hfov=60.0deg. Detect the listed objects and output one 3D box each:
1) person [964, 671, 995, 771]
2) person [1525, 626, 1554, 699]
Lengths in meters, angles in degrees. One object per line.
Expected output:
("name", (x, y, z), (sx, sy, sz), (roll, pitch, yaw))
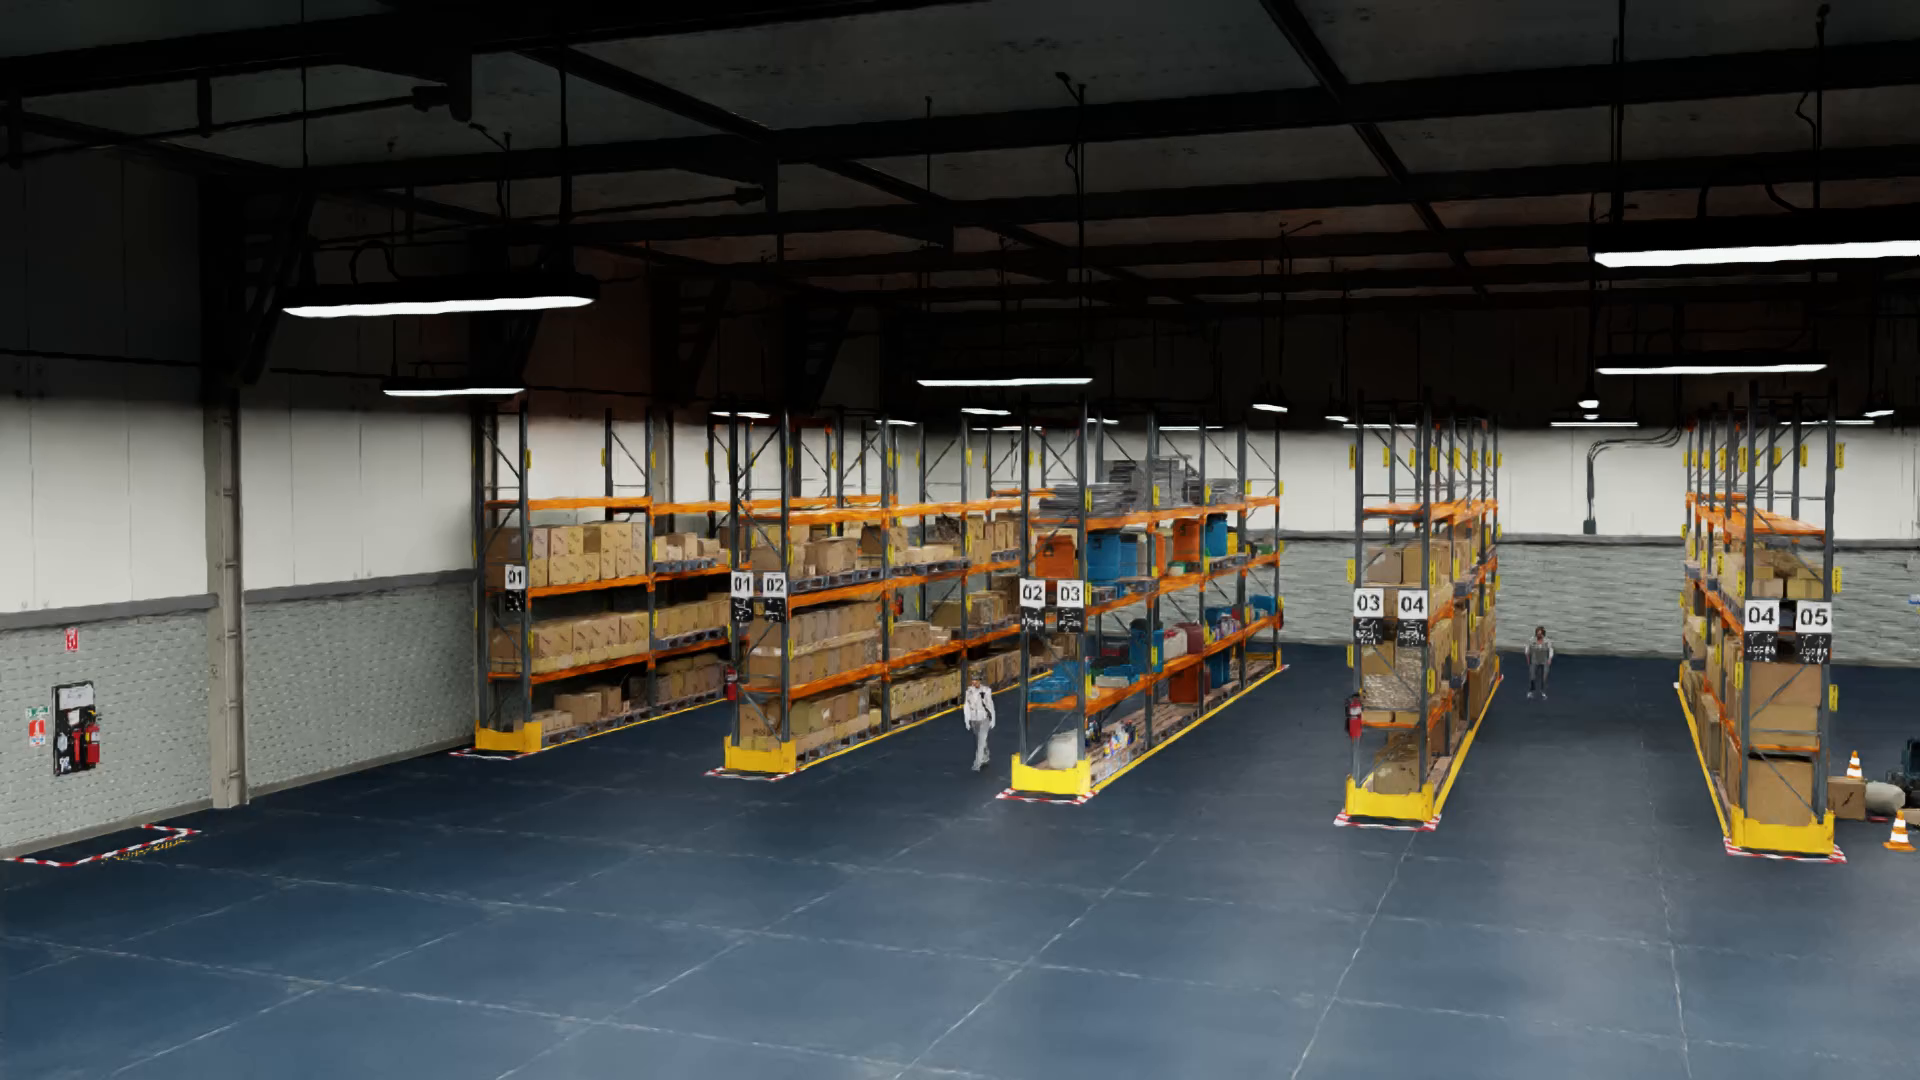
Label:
("person", (0.291, 2.883, 26.828), (0.495, 1.587, 1.086), (1, 3, 24))
("person", (12.073, 2.552, 34.671), (0.566, 1.541, 0.519), (1, 3, 18))
